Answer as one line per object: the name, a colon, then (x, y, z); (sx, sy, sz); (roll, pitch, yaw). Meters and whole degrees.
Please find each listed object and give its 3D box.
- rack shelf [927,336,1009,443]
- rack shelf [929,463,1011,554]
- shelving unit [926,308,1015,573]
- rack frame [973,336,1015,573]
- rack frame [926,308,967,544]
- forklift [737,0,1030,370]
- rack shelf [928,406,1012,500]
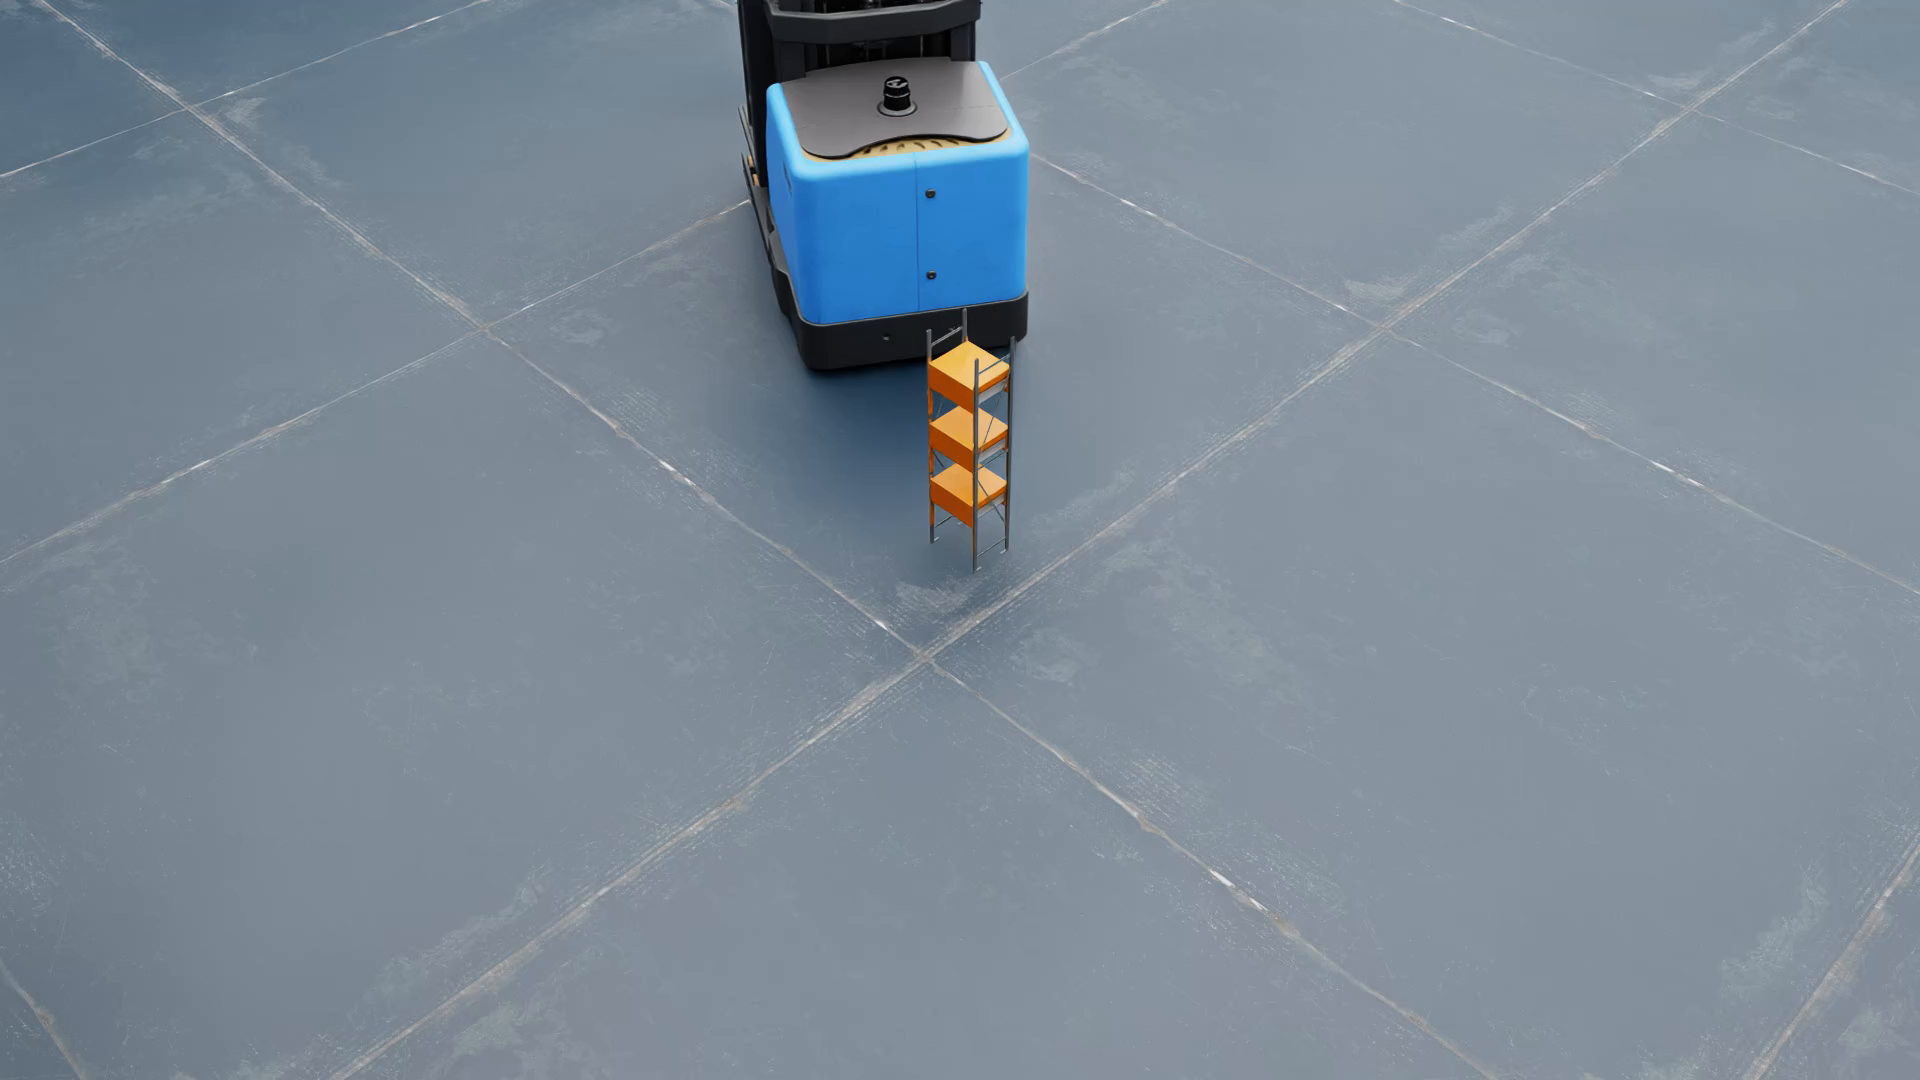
rack shelf: (0.038, -0.561, 6.180); (0.215, 0.259, 0.240); (-34, 53, -31)
rack shelf: (0.038, -0.148, 6.562); (0.215, 0.259, 0.240); (-34, 53, -31)
shelving unit: (0.038, -0.360, 6.366); (0.215, 1.050, 0.252); (-34, 53, -31)
rack frame: (0.124, -0.301, 6.302); (0.200, 1.050, 0.008); (-34, 53, -31)
rack frame: (-0.048, -0.418, 6.429); (0.200, 1.050, 0.008); (-34, 53, -31)
forklift: (-0.523, -2.855, 7.680); (1.130, 2.935, 3.031); (-9, 43, -10)
rack shelf: (0.038, -0.352, 6.373); (0.215, 0.259, 0.240); (-34, 53, -31)
